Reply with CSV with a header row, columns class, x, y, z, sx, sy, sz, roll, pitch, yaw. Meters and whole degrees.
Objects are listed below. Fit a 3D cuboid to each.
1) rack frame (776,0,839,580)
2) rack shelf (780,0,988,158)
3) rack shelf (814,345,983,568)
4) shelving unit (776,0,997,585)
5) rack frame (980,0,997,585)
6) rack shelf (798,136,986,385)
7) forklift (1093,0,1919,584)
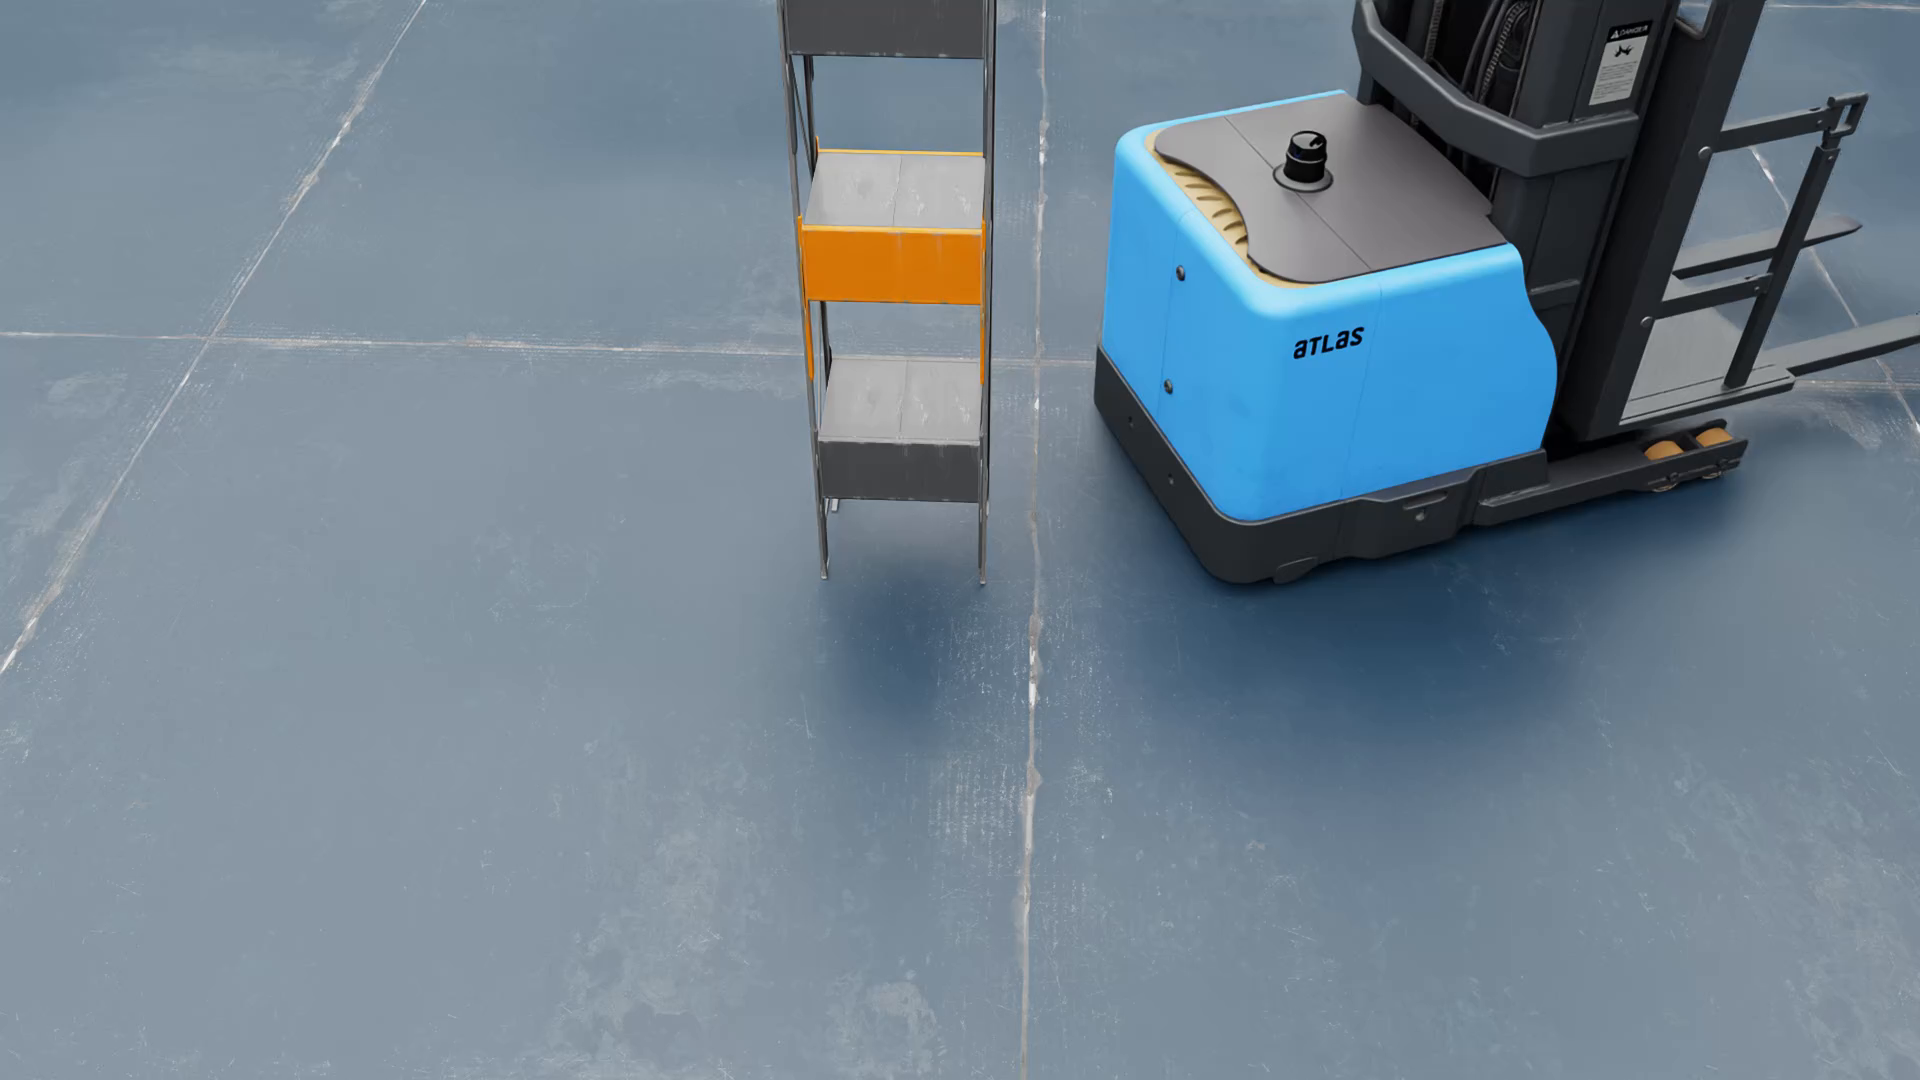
class,x,y,z,sx,sy,sz,roll,pitch,yaw
rack frame,-0.409,-0.781,4.548,0.015,2.100,0.400,2,43,2
rack shelf,-0.165,-1.276,4.072,0.480,0.518,0.431,2,43,2
rack shelf,-0.165,-0.251,5.026,0.480,0.518,0.431,2,43,2
shelving unit,-0.165,-0.773,4.540,0.503,2.100,0.431,2,43,2
rack frame,0.078,-0.766,4.532,0.015,2.100,0.400,2,43,2
rack shelf,-0.165,-0.763,4.549,0.480,0.518,0.431,2,43,2
forklift,2.027,-1.555,4.769,3.031,2.935,1.130,-14,45,-14
